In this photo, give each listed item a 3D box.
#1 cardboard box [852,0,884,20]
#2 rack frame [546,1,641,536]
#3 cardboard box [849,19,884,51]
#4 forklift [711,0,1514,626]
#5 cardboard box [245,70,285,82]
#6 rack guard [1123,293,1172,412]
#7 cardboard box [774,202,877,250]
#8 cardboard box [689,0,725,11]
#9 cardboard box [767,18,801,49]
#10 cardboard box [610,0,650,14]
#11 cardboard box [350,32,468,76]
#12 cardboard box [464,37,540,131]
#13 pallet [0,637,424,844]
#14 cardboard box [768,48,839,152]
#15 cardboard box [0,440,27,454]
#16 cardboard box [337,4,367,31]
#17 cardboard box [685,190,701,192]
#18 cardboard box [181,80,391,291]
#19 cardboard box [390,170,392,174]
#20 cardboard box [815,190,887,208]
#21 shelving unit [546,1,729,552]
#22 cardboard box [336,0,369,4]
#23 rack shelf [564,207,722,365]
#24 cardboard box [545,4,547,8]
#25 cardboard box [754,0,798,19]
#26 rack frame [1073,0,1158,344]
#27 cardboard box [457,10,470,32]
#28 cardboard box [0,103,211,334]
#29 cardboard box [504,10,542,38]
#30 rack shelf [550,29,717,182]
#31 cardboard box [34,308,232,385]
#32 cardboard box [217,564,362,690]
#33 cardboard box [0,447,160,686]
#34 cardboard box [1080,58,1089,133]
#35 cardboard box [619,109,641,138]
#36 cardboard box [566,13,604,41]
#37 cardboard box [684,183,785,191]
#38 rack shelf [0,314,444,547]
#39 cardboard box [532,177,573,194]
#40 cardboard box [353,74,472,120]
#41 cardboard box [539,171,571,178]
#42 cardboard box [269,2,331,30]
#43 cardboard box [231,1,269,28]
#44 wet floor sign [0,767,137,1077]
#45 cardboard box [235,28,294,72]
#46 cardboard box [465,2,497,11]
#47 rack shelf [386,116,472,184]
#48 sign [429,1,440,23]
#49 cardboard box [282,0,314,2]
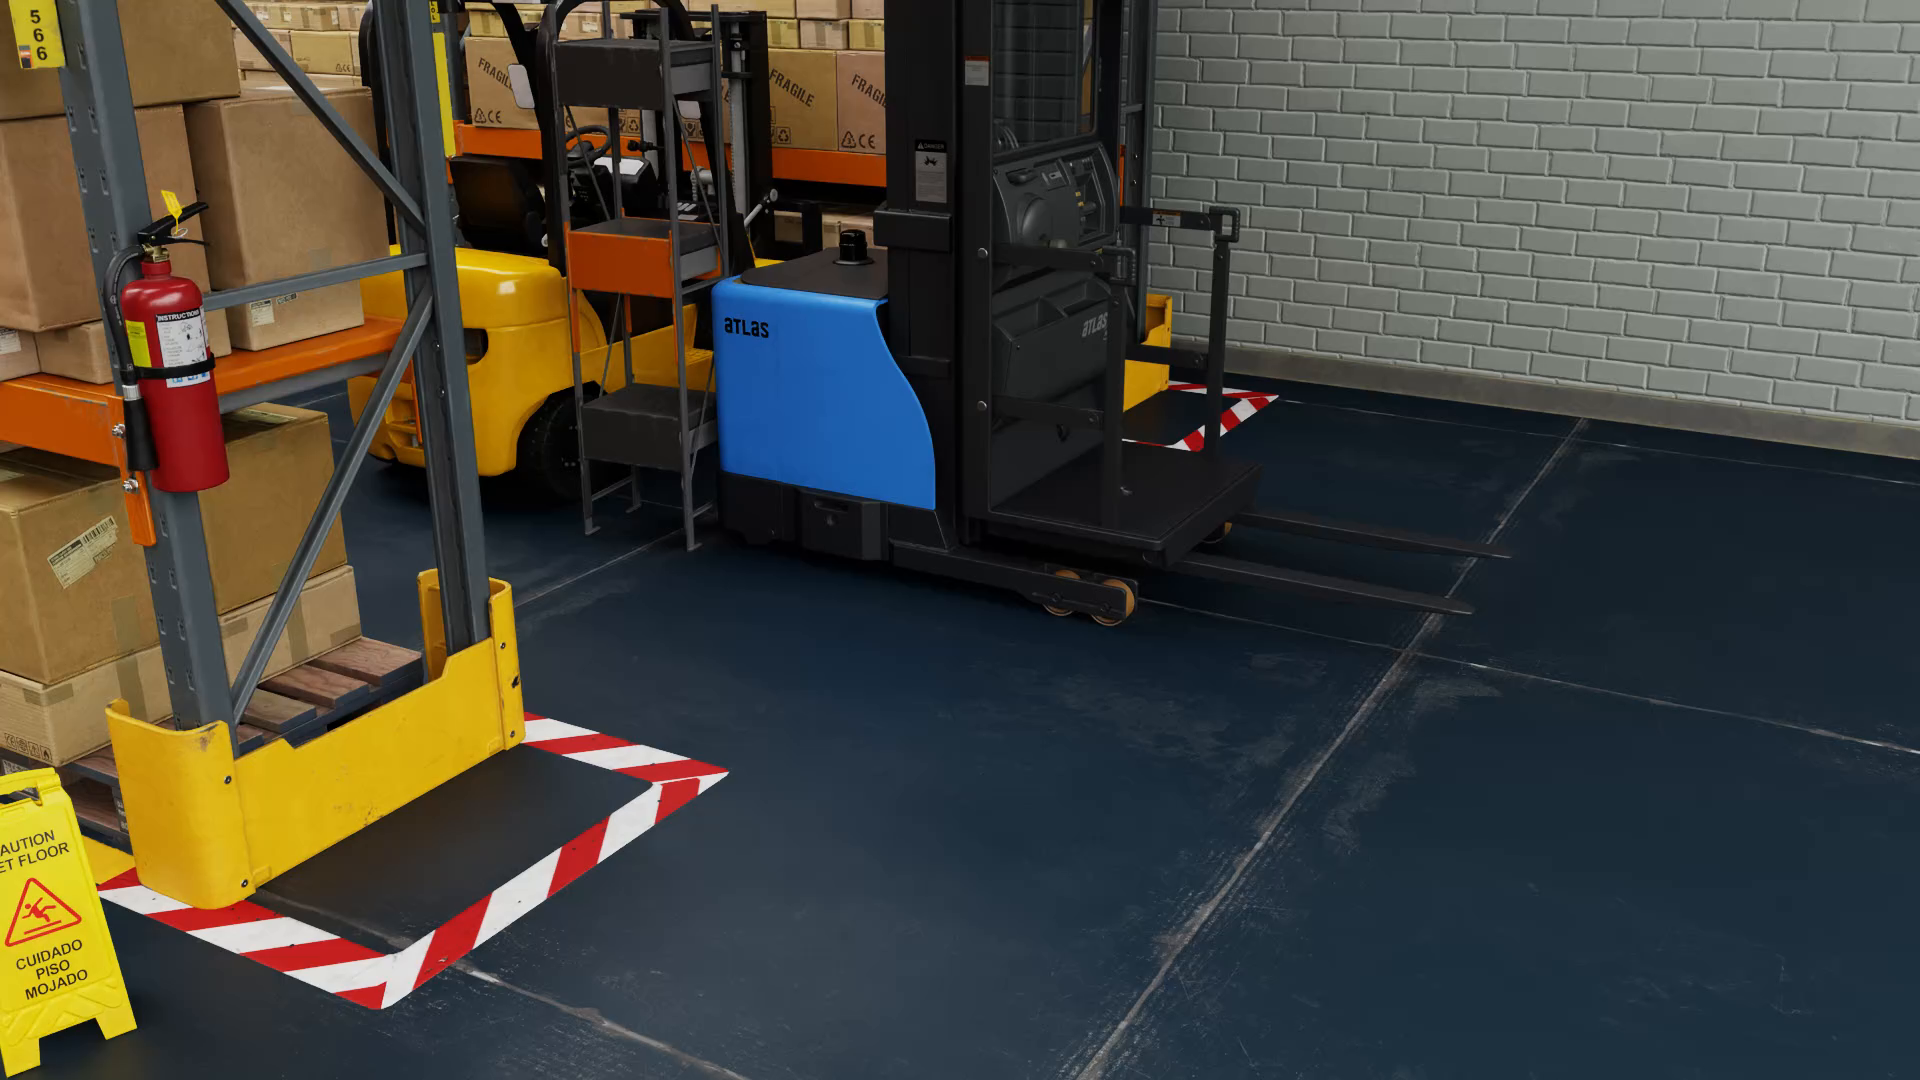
[{"bbox_3d":[-0.348,-2.743,8.494,0.250,0.149,0.380,11,23,28],"label":"cardboard box"},{"bbox_3d":[-1.465,-1.067,6.714,0.015,2.100,0.400,8,22,21],"label":"rack frame"},{"bbox_3d":[-0.364,-2.590,8.507,0.250,0.149,0.380,11,22,27],"label":"cardboard box"},{"bbox_3d":[0.545,-1.274,6.079,3.031,2.935,1.130,11,23,27],"label":"forklift"},{"bbox_3d":[-4.199,-2.898,10.676,0.500,0.250,0.500,11,23,28],"label":"cardboard box"},{"bbox_3d":[0.741,-0.945,8.736,0.348,0.500,1.175,11,23,27],"label":"rack guard"},{"bbox_3d":[-0.728,-1.647,8.955,0.500,0.250,0.500,11,23,28],"label":"cardboard box"},{"bbox_3d":[-1.248,-2.913,8.962,0.250,0.149,0.380,11,23,28],"label":"cardboard box"},{"bbox_3d":[-0.851,-2.656,8.691,0.250,0.149,0.380,11,23,28],"label":"cardboard box"},{"bbox_3d":[-1.724,-2.975,9.132,0.250,0.149,0.380,10,22,26],"label":"cardboard box"},{"bbox_3d":[-3.325,-2.959,10.111,0.500,0.250,0.500,10,22,26],"label":"cardboard box"},{"bbox_3d":[-2.512,-2.684,9.720,0.500,0.500,0.500,10,22,26],"label":"cardboard box"},{"bbox_3d":[-2.455,0.507,5.158,1.213,0.211,1.003,11,23,27],"label":"pallet"},{"bbox_3d":[-0.733,-2.349,8.794,0.500,0.500,0.500,10,22,26],"label":"cardboard box"},{"bbox_3d":[-2.877,-0.304,4.671,0.250,0.149,0.380,12,23,29],"label":"cardboard box"},{"bbox_3d":[-3.600,-3.226,10.260,0.250,0.149,0.380,11,23,27],"label":"cardboard box"},{"bbox_3d":[-1.621,-1.823,9.441,0.500,0.250,0.500,12,23,29],"label":"cardboard box"},{"bbox_3d":[-1.975,-0.994,4.623,0.500,0.500,0.500,10,22,26],"label":"cardboard box"},{"bbox_3d":[-3.906,-2.085,11.080,0.625,0.625,0.875,11,22,27],"label":"cardboard box"},{"bbox_3d":[-0.476,-1.803,9.388,0.500,0.250,0.500,11,22,27],"label":"cardboard box"},{"bbox_3d":[-1.239,-1.033,6.628,0.503,2.100,0.431,8,22,21],"label":"shelving unit"},{"bbox_3d":[-3.838,-3.451,10.881,0.250,0.149,0.380,11,23,27],"label":"cardboard box"},{"bbox_3d":[-1.240,-1.021,6.633,0.480,0.518,0.431,8,22,21],"label":"rack shelf"},{"bbox_3d":[-2.139,-3.083,9.432,0.250,0.149,0.380,10,22,26],"label":"cardboard box"},{"bbox_3d":[-0.858,-2.795,8.637,0.250,0.149,0.380,11,23,28],"label":"cardboard box"},{"bbox_3d":[0.721,-2.124,8.321,0.127,3.000,1.000,11,23,27],"label":"rack frame"},{"bbox_3d":[-3.178,-3.132,10.002,0.250,0.149,0.380,12,23,29],"label":"cardboard box"},{"bbox_3d":[-2.305,-0.841,4.201,0.500,0.500,0.500,10,22,26],"label":"cardboard box"},{"bbox_3d":[-2.395,-2.967,9.548,0.250,0.149,0.380,11,23,29],"label":"cardboard box"},{"bbox_3d":[-1.234,-1.678,6.392,0.480,0.518,0.431,8,22,21],"label":"rack shelf"},{"bbox_3d":[-2.128,-0.526,4.285,0.250,0.149,0.380,12,23,29],"label":"cardboard box"},{"bbox_3d":[-2.266,0.233,5.240,0.500,0.250,0.500,11,22,27],"label":"cardboard box"},{"bbox_3d":[-2.524,0.042,4.668,0.500,0.500,0.500,11,23,28],"label":"cardboard box"},{"bbox_3d":[0.423,-2.336,8.759,0.500,0.500,0.500,12,23,29],"label":"cardboard box"},{"bbox_3d":[-1.606,-2.519,9.264,0.500,0.500,0.500,11,22,27],"label":"cardboard box"},{"bbox_3d":[-1.974,-2.869,9.277,0.250,0.149,0.380,11,23,28],"label":"cardboard box"},{"bbox_3d":[-1.363,-1.972,9.852,0.500,0.250,0.500,11,23,28],"label":"cardboard box"},{"bbox_3d":[-3.443,-0.640,5.285,4.000,0.370,1.077,11,23,27],"label":"rack shelf"},{"bbox_3d":[-2.502,-1.990,9.902,0.500,0.250,0.500,10,22,26],"label":"cardboard box"},{"bbox_3d":[-3.339,-2.724,10.197,0.500,0.250,0.500,11,23,29],"label":"cardboard box"},{"bbox_3d":[-2.248,-2.140,10.315,0.500,0.250,0.500,11,23,28],"label":"cardboard box"},{"bbox_3d":[-4.093,-3.292,10.444,0.250,0.149,0.380,10,22,26],"label":"cardboard box"},{"bbox_3d":[-4.577,-3.356,10.621,0.250,0.149,0.380,10,22,26],"label":"cardboard box"},{"bbox_3d":[-2.053,0.811,3.682,0.267,0.644,0.232,-16,26,-38],"label":"wet floor sign"},{"bbox_3d":[-4.221,-3.129,10.580,0.500,0.250,0.500,11,23,28],"label":"cardboard box"},{"bbox_3d":[-2.638,-3.139,9.587,0.250,0.149,0.380,11,23,28],"label":"cardboard box"},{"bbox_3d":[-4.518,-2.783,11.195,4.000,0.370,1.077,11,23,27],"label":"rack shelf"},{"bbox_3d":[-3.028,-3.133,9.521,0.005,0.325,0.100,11,23,27],"label":"sign"},{"bbox_3d":[-4.282,-3.531,11.102,0.250,0.149,0.380,11,23,28],"label":"cardboard box"}]
